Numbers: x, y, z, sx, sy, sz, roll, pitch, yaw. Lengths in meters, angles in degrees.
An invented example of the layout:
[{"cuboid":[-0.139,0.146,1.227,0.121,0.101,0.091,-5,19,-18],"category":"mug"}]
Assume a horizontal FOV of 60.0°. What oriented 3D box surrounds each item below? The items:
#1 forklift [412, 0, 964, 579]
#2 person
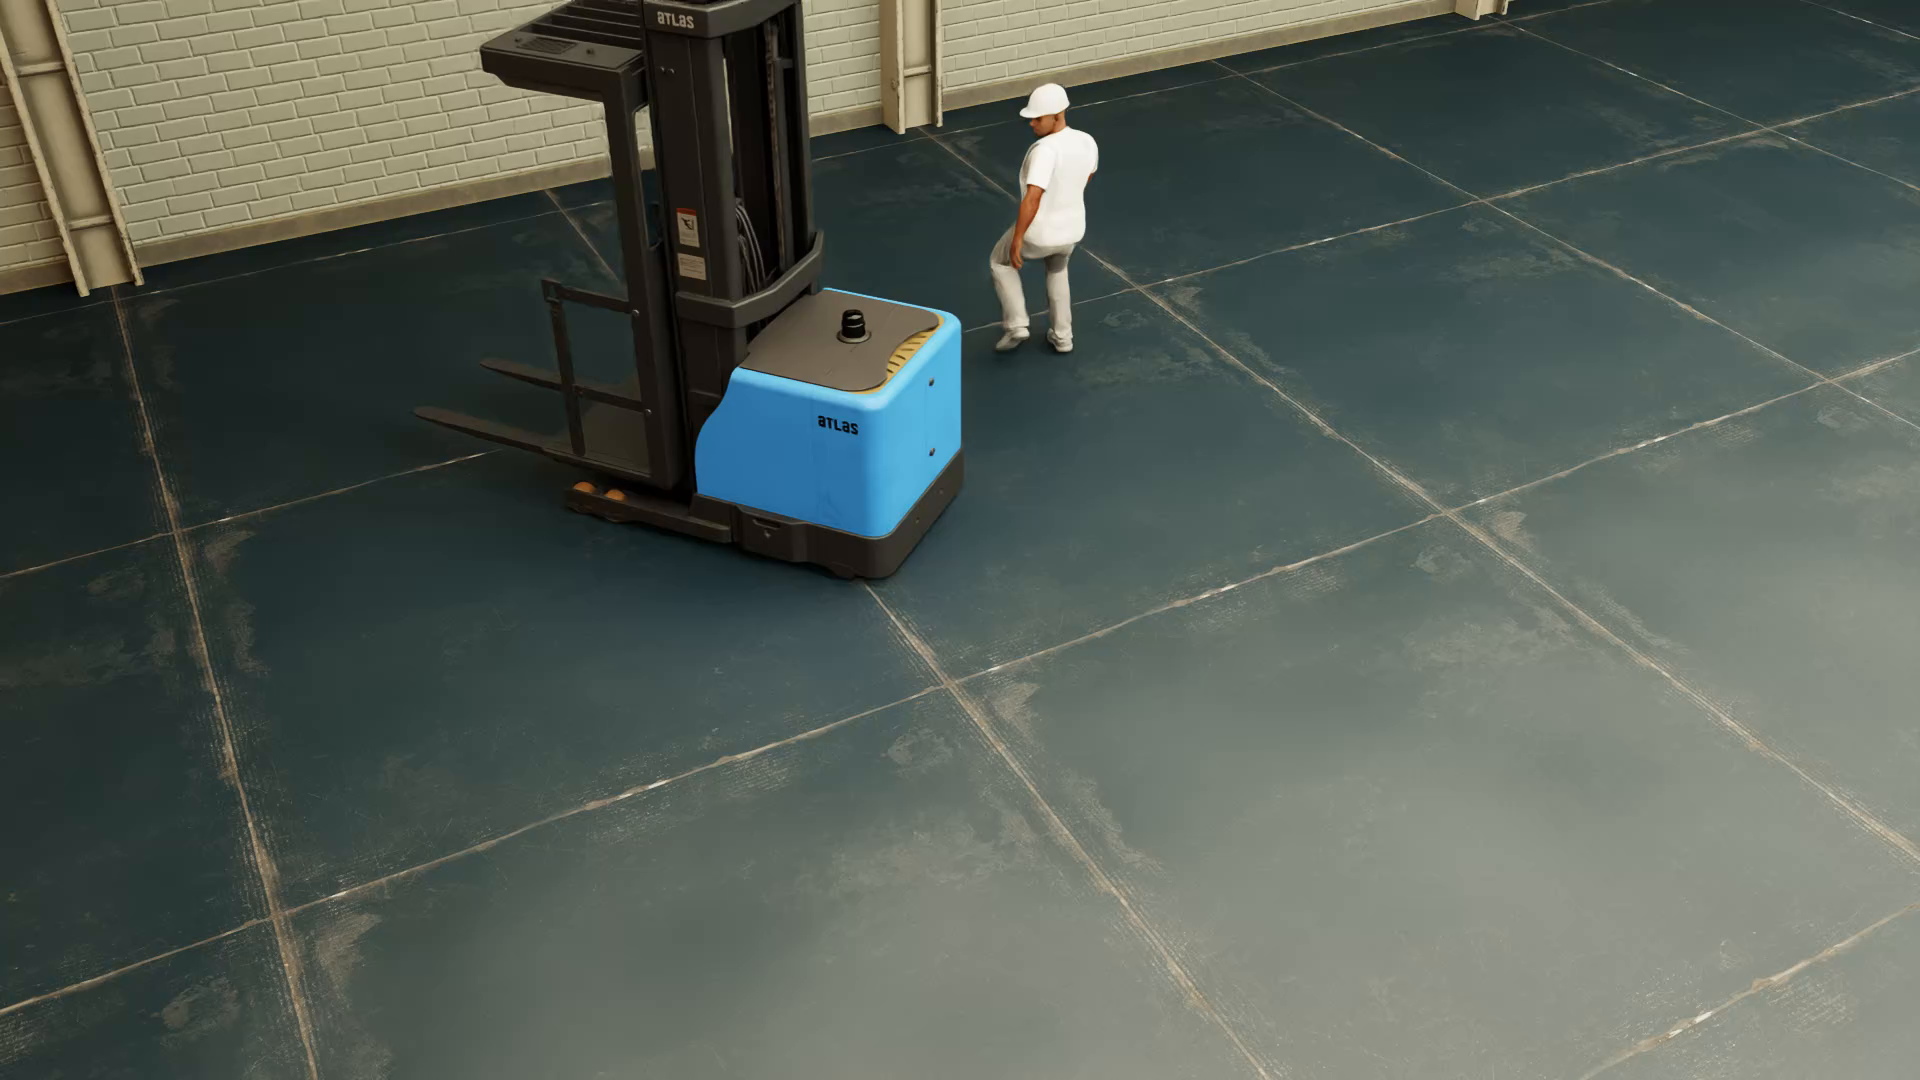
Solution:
[{"cuboid":[-1.545,-1.555,8.323,3.031,2.935,1.130,14,38,19],"category":"forklift"},{"cuboid":[0.493,-1.875,9.870,0.807,1.674,0.693,-19,39,-25],"category":"person"}]
